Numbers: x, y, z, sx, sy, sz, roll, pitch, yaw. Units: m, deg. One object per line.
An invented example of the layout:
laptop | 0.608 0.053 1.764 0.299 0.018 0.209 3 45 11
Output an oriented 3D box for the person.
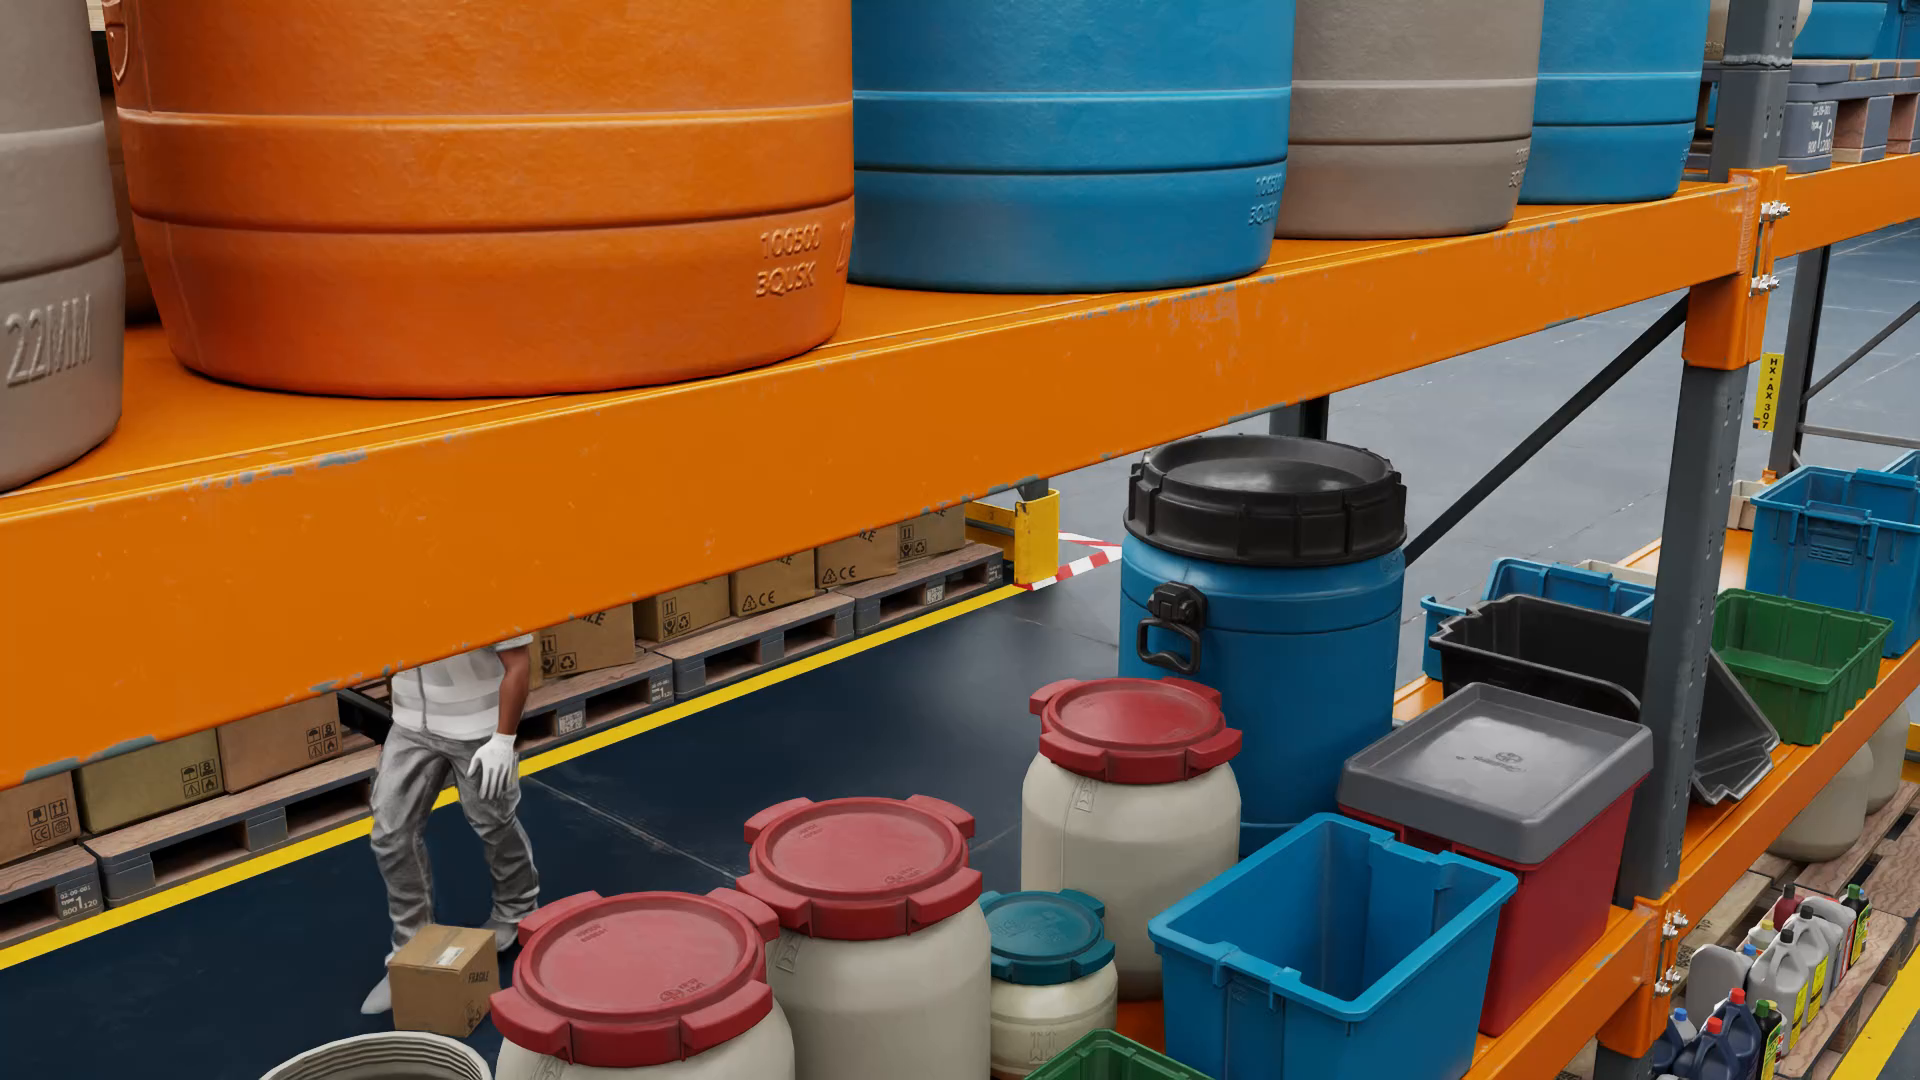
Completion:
person | -1.635 0.639 5.407 0.592 1.831 0.649 6 18 19
